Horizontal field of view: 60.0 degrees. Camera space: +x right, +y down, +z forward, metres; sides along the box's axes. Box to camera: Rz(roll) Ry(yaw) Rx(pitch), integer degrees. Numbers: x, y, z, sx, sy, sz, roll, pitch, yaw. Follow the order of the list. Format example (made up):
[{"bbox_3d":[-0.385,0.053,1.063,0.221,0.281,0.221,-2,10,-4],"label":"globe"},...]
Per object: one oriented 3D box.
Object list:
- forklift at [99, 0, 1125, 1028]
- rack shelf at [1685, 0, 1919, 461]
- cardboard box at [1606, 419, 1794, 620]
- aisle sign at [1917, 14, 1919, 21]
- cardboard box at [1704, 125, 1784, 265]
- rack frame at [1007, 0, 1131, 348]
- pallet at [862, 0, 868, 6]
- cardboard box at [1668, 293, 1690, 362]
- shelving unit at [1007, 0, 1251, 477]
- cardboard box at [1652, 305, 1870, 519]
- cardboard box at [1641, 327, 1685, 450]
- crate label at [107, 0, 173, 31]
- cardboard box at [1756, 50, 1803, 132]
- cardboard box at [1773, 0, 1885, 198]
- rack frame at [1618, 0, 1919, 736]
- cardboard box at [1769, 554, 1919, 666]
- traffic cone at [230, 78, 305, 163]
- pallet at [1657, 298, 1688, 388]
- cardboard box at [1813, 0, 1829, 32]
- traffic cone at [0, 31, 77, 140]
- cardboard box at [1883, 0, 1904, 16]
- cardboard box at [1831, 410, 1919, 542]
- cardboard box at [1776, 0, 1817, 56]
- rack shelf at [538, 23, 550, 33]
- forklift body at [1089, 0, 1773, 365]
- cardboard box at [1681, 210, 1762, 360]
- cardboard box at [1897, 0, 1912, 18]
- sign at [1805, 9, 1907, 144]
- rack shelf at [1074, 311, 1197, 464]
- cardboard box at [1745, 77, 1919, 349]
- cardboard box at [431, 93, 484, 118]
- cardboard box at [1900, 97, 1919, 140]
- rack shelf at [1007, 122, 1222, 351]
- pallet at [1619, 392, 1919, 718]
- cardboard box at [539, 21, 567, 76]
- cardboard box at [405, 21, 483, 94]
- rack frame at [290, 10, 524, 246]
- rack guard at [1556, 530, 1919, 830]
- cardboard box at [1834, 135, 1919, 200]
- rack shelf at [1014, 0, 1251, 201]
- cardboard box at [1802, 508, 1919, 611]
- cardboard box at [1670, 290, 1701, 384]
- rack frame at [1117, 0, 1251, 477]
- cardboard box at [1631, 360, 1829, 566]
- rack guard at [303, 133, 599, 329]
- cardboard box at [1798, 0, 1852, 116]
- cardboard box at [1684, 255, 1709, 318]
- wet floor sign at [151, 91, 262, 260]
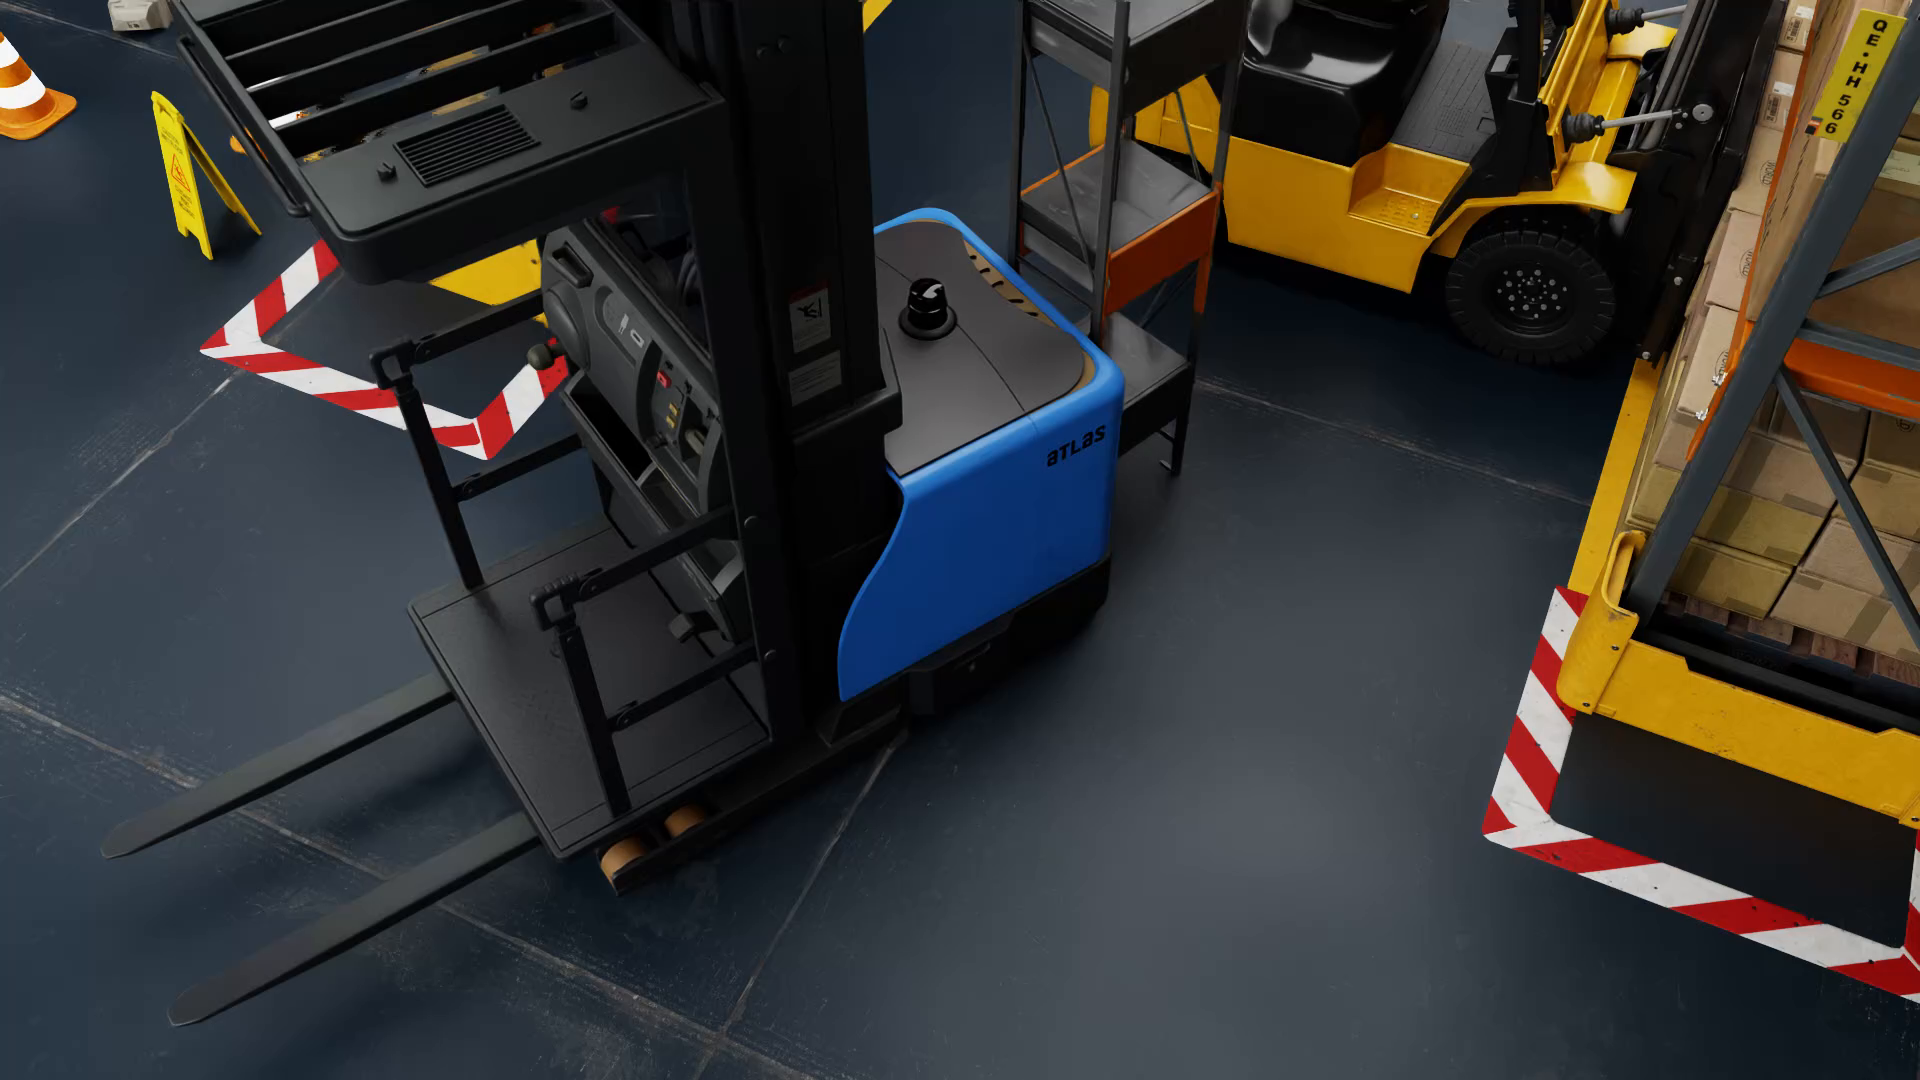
[{"bbox_3d":[-1.012,-0.389,4.157,3.031,2.935,1.130,-28,55,-22],"label":"forklift"},{"bbox_3d":[3.358,-1.547,5.570,1.077,0.370,4.000,20,52,16],"label":"rack shelf"},{"bbox_3d":[2.419,-0.075,5.374,0.500,0.250,0.500,20,53,16],"label":"cardboard box"},{"bbox_3d":[2.210,-1.296,3.176,0.394,0.787,0.004,20,52,16],"label":"aisle sign"},{"bbox_3d":[2.838,-1.095,5.586,0.500,0.250,0.500,20,53,17],"label":"cardboard box"},{"bbox_3d":[0.286,-0.774,5.030,0.015,2.100,0.400,-34,58,-26],"label":"rack frame"},{"bbox_3d":[-1.052,-2.550,7.781,1.003,0.211,1.213,20,52,16],"label":"pallet"},{"bbox_3d":[2.862,-0.756,5.953,0.500,0.250,0.500,20,53,16],"label":"cardboard box"},{"bbox_3d":[0.467,-0.899,5.136,0.503,2.100,0.431,-34,58,-26],"label":"shelving unit"},{"bbox_3d":[2.419,-0.391,4.986,0.500,0.250,0.500,21,53,17],"label":"cardboard box"},{"bbox_3d":[2.640,-0.414,5.663,0.500,0.250,0.500,20,52,16],"label":"cardboard box"},{"bbox_3d":[-3.837,-2.493,7.781,0.250,0.136,0.298,-4,50,-3],"label":"crate label"},{"bbox_3d":[3.061,-1.442,5.880,0.500,0.250,0.500,19,52,15],"label":"cardboard box"},{"bbox_3d":[2.707,-1.214,4.748,0.500,0.500,0.500,21,53,17],"label":"cardboard box"},{"bbox_3d":[2.504,-0.403,4.124,1.000,3.000,0.127,20,52,16],"label":"rack frame"},{"bbox_3d":[2.890,0.077,5.245,0.500,0.250,0.500,20,52,16],"label":"cardboard box"},{"bbox_3d":[-2.968,-1.910,7.071,0.336,0.463,0.334,20,52,16],"label":"traffic cone"},{"bbox_3d":[3.315,-0.877,6.358,1.003,0.211,1.213,20,52,16],"label":"pallet"},{"bbox_3d":[3.130,-1.917,5.346,0.500,0.500,0.500,20,53,16],"label":"cardboard box"},{"bbox_3d":[-4.117,-2.037,7.179,0.336,0.463,0.334,20,52,16],"label":"traffic cone"},{"bbox_3d":[2.631,-1.427,4.307,0.380,0.149,0.250,21,53,17],"label":"cardboard box"},{"bbox_3d":[2.880,-0.242,4.859,0.500,0.250,0.500,19,52,16],"label":"cardboard box"},{"bbox_3d":[3.293,-1.801,6.186,0.500,0.250,0.500,21,53,17],"label":"cardboard box"},{"bbox_3d":[-1.131,-3.160,6.942,1.077,0.370,4.000,20,52,16],"label":"rack shelf"},{"bbox_3d":[1.664,-2.028,6.063,2.313,2.155,1.214,20,52,16],"label":"forklift body"},{"bbox_3d":[2.631,-0.745,5.287,0.500,0.250,0.500,21,53,17],"label":"cardboard box"},{"bbox_3d":[2.544,-1.238,4.147,0.380,0.149,0.250,20,52,16],"label":"cardboard box"},{"bbox_3d":[2.019,-1.042,3.751,0.100,0.325,0.005,20,52,16],"label":"sign"},{"bbox_3d":[0.467,-0.436,5.679,0.480,0.518,0.431,-34,58,-26],"label":"rack shelf"},{"bbox_3d":[2.477,-0.860,4.447,0.500,0.500,0.500,19,52,15],"label":"cardboard box"},{"bbox_3d":[-1.873,-1.922,6.945,0.500,0.250,0.500,20,52,16],"label":"cardboard box"},{"bbox_3d":[2.466,-1.058,3.994,0.380,0.149,0.250,20,52,16],"label":"cardboard box"},{"bbox_3d":[0.467,-0.890,5.146,0.480,0.518,0.431,-34,58,-26],"label":"rack shelf"},{"bbox_3d":[2.793,-0.040,5.645,1.003,0.211,1.213,20,52,16],"label":"pallet"},{"bbox_3d":[-1.381,-1.986,6.508,0.500,0.500,0.500,18,52,15],"label":"cardboard box"},{"bbox_3d":[-1.879,-2.140,6.639,0.500,0.500,0.500,20,53,16],"label":"cardboard box"},{"bbox_3d":[-1.986,-2.016,5.496,1.000,3.000,0.127,20,52,16],"label":"rack frame"},{"bbox_3d":[2.494,0.423,5.062,1.175,0.500,0.348,20,52,16],"label":"rack guard"},{"bbox_3d":[2.399,-0.976,4.119,0.380,0.149,0.250,21,53,17],"label":"cardboard box"},{"bbox_3d":[0.467,-1.343,4.613,0.480,0.518,0.431,-34,58,-26],"label":"rack shelf"},{"bbox_3d":[2.893,-0.067,5.039,0.500,0.250,0.500,21,53,17],"label":"cardboard box"},{"bbox_3d":[2.653,-0.589,5.483,0.500,0.250,0.500,19,52,16],"label":"cardboard box"},{"bbox_3d":[0.649,-1.023,5.242,0.015,2.100,0.400,-34,58,-26],"label":"rack frame"},{"bbox_3d":[2.429,-0.247,5.192,0.500,0.250,0.500,19,52,16],"label":"cardboard box"},{"bbox_3d":[-1.953,-1.258,6.492,1.175,0.500,0.348,20,52,16],"label":"rack guard"},{"bbox_3d":[2.925,-1.567,5.048,0.500,0.500,0.500,19,52,15],"label":"cardboard box"},{"bbox_3d":[2.855,-0.952,5.792,0.500,0.250,0.500,19,52,15],"label":"cardboard box"},{"bbox_3d":[-3.034,-1.470,6.577,0.232,0.644,0.267,-37,59,-27],"label":"wet floor sign"}]
